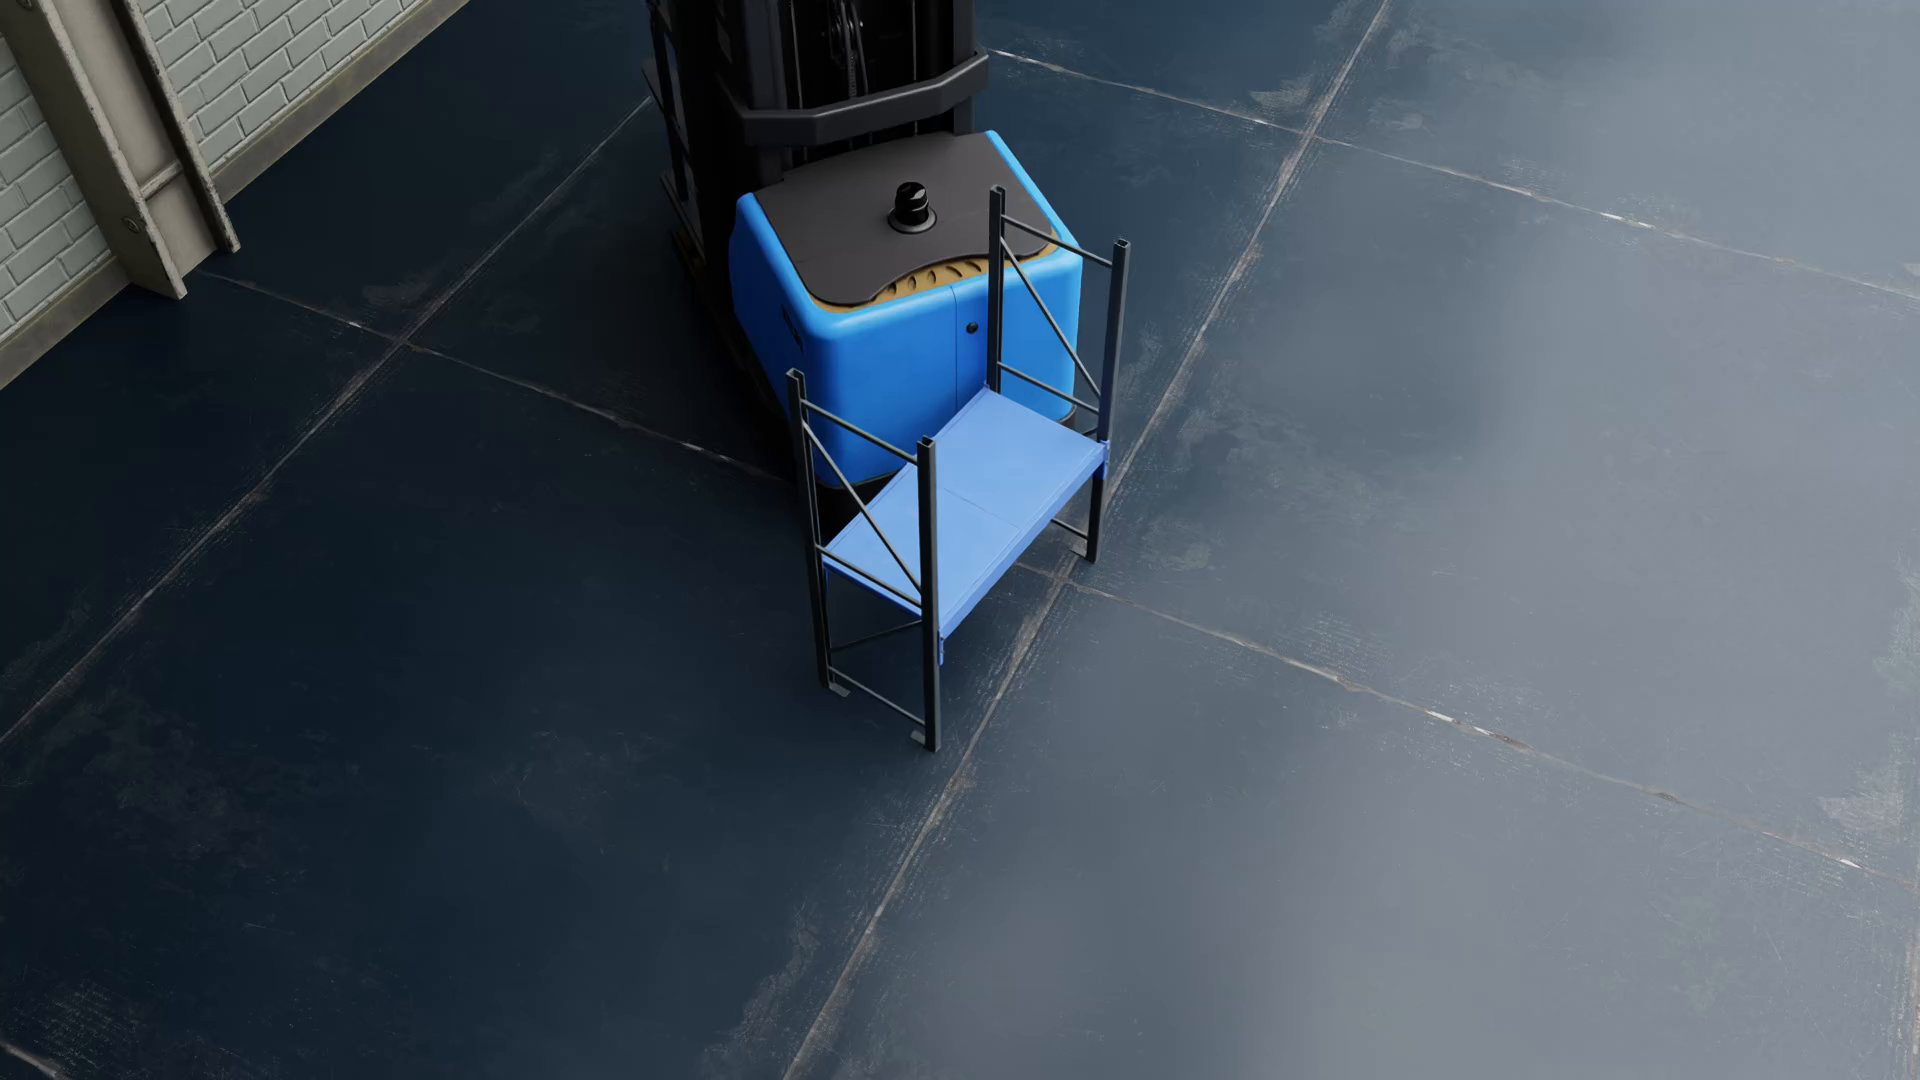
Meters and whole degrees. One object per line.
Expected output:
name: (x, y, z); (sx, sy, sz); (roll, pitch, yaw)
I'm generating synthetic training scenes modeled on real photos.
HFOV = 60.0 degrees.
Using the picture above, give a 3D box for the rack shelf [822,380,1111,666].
rack shelf: (0.014, -0.082, 5.571); (0.538, 0.185, 1.000); (28, 55, 22)

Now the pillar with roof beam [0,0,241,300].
pillar with roof beam: (0.492, -2.730, 2.664); (9.100, 9.000, 0.400); (20, 52, 16)

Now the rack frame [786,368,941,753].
rack frame: (-0.278, 0.118, 5.165); (0.500, 1.500, 0.032); (28, 55, 22)

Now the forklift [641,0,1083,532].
forklift: (-0.606, -2.123, 6.132); (1.130, 2.935, 3.031); (-18, 52, -15)

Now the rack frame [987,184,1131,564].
rack frame: (0.306, -0.516, 5.704); (0.500, 1.500, 0.032); (28, 55, 22)

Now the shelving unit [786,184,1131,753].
shelving unit: (0.014, -0.199, 5.434); (0.538, 1.500, 1.048); (28, 55, 22)
